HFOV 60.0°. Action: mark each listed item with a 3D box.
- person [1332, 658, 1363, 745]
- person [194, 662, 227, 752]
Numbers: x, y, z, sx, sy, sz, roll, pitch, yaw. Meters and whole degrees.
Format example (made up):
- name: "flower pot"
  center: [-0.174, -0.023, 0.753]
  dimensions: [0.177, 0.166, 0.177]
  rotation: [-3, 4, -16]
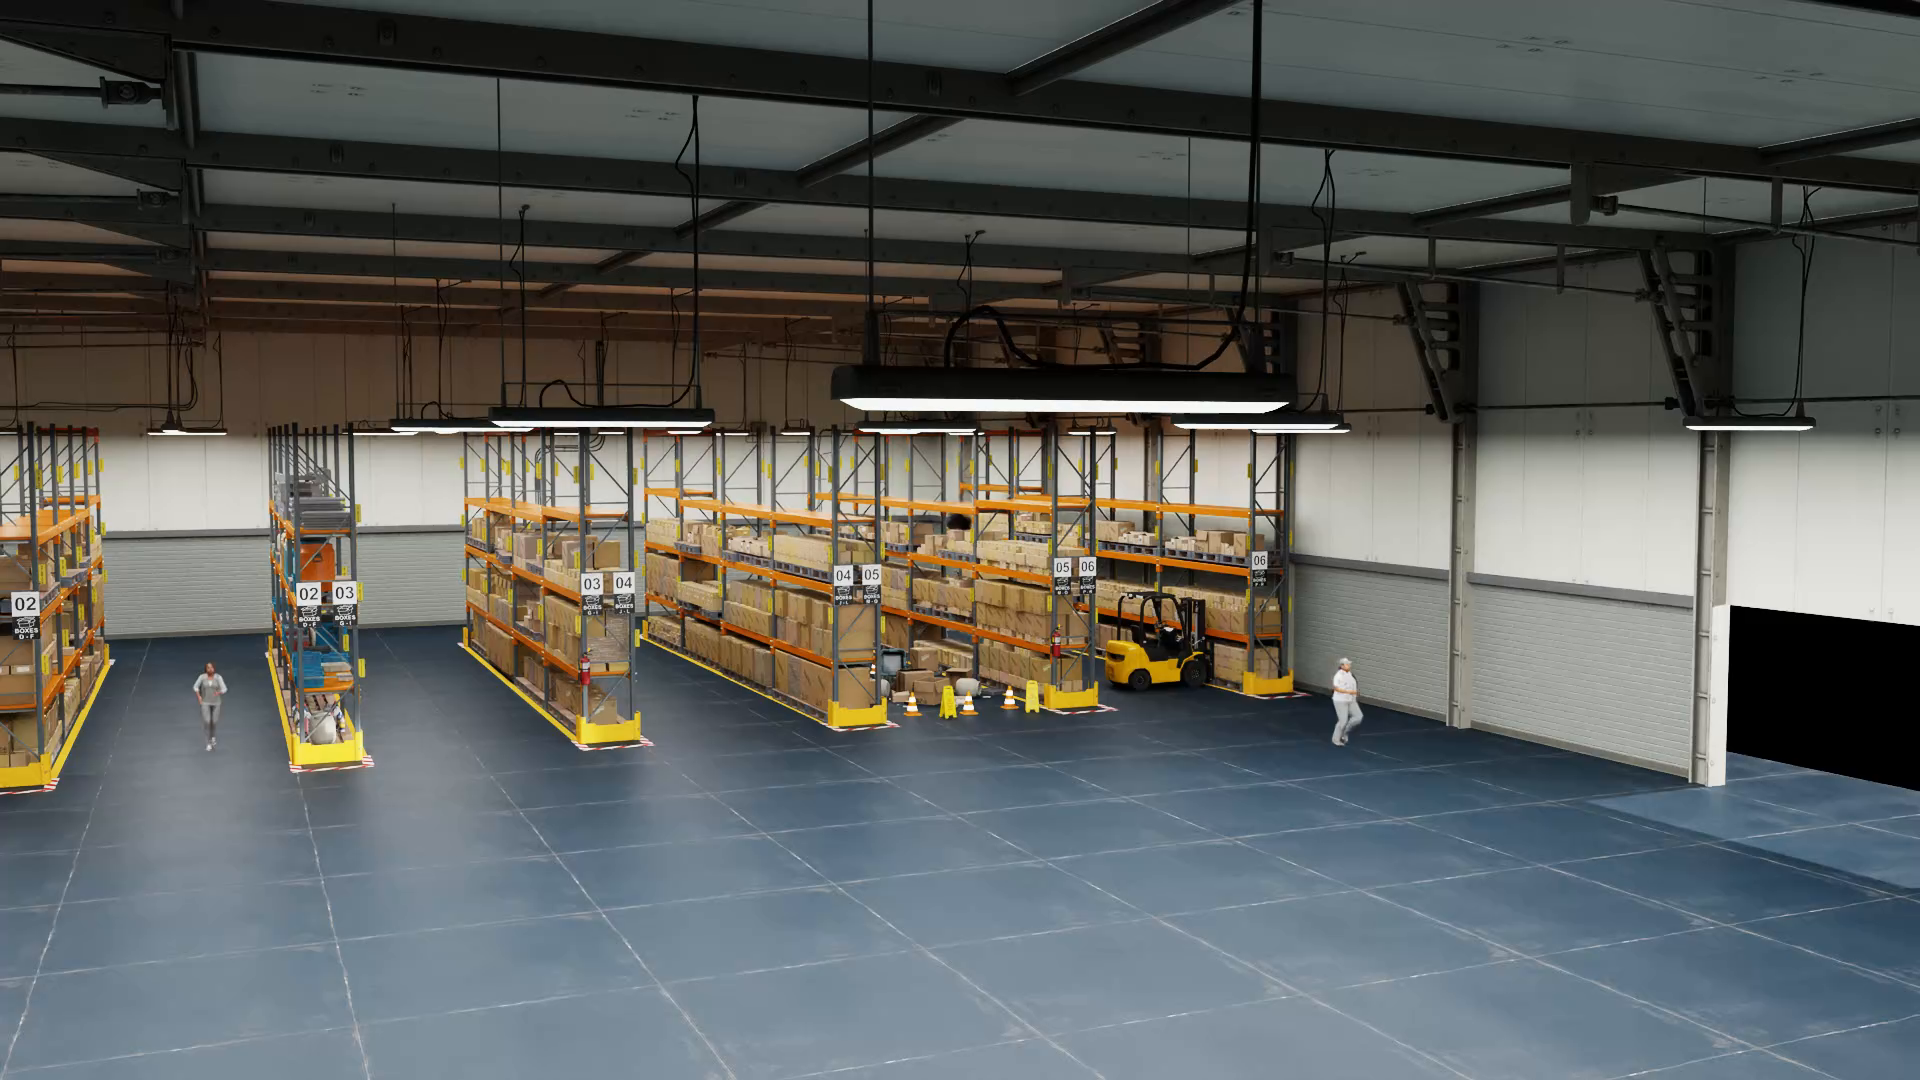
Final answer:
- name: "person"
  center: [7.185, 3.006, 30.915]
  dimensions: [0.570, 1.639, 0.661]
  rotation: [3, 5, 45]
- name: "person"
  center: [-13.804, 3.064, 30.648]
  dimensions: [0.546, 1.654, 0.656]
  rotation: [-2, 4, -28]
